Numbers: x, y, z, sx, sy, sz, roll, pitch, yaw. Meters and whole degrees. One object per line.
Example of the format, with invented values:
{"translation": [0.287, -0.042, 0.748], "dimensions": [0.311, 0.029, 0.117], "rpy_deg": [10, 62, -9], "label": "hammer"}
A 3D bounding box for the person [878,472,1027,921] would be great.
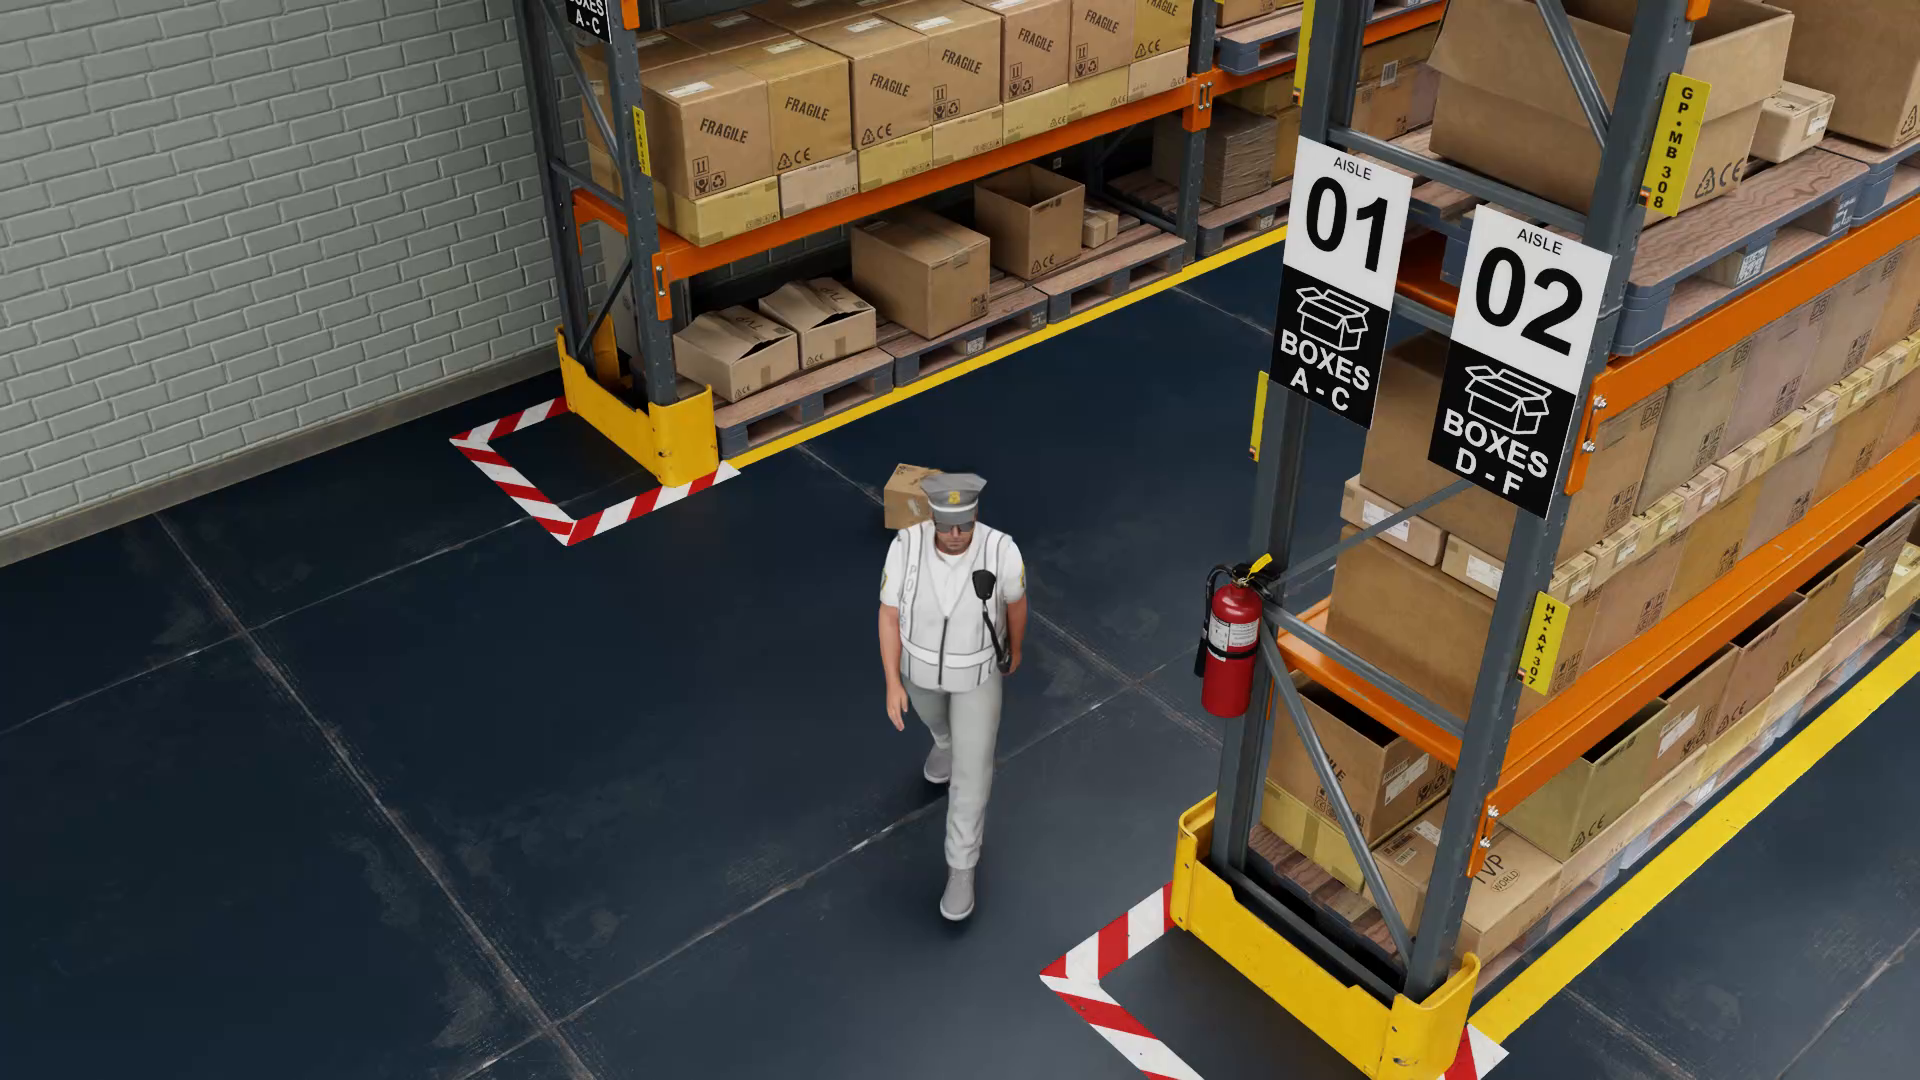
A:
{"translation": [-0.047, 0.492, 6.358], "dimensions": [0.537, 1.698, 1.073], "rpy_deg": [7, 36, 10], "label": "person"}
